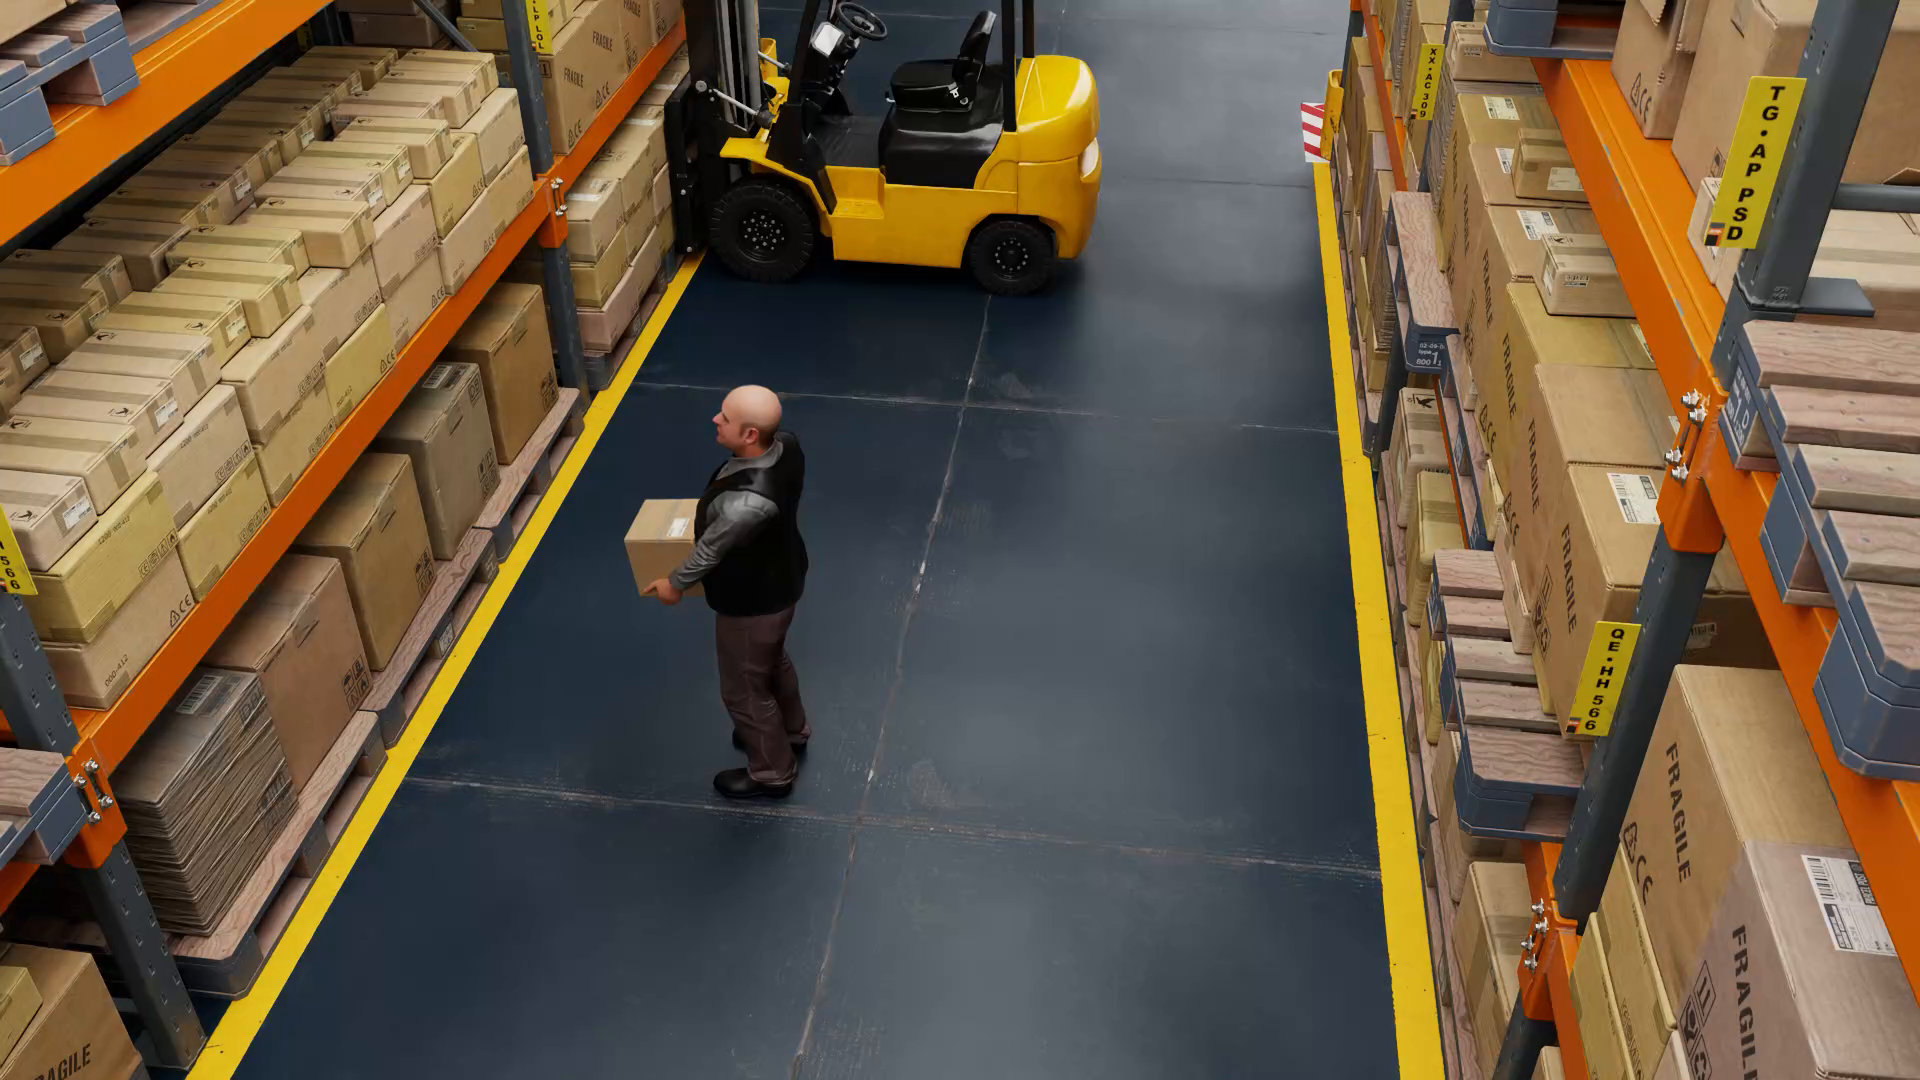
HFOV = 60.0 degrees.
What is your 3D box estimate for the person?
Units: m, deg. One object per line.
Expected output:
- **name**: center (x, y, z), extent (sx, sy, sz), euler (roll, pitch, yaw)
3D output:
- **person**: center (-0.821, 0.186, 5.918), extent (0.548, 1.713, 0.494), euler (5, 36, 7)
